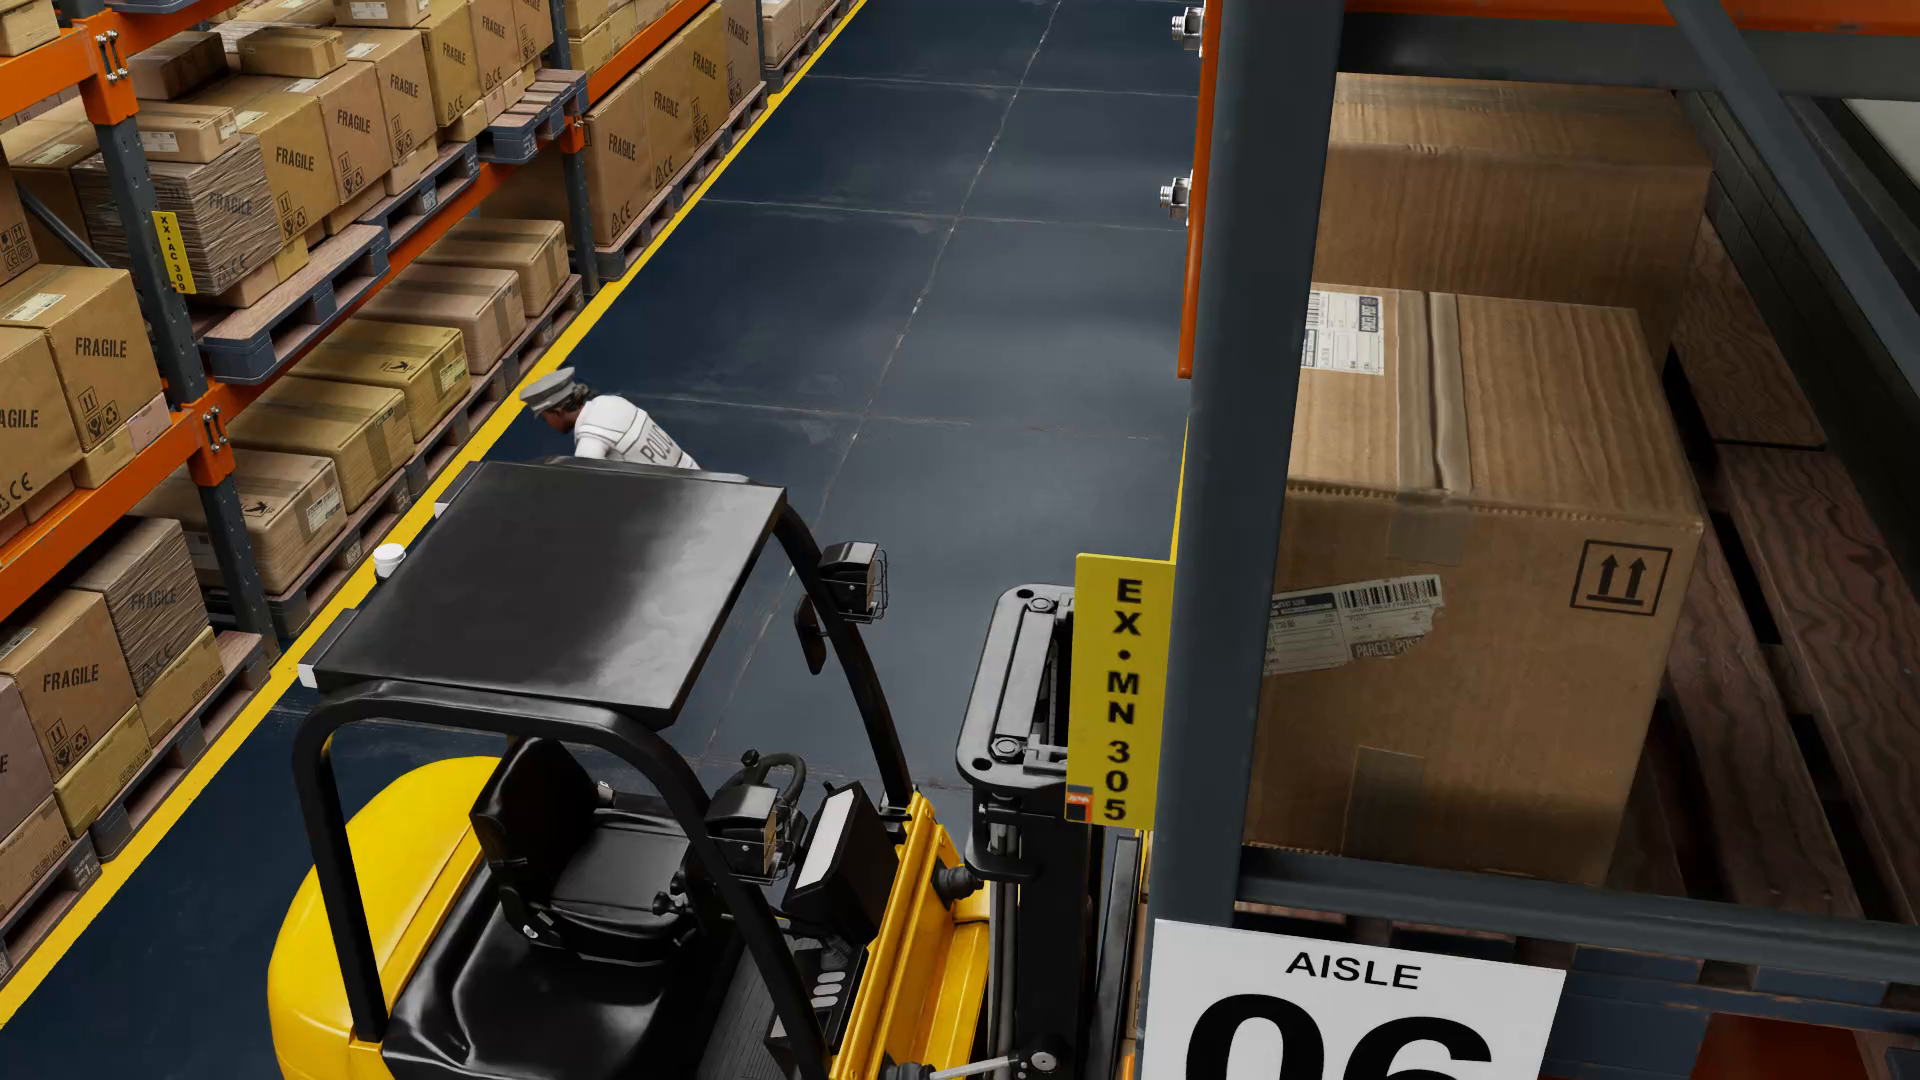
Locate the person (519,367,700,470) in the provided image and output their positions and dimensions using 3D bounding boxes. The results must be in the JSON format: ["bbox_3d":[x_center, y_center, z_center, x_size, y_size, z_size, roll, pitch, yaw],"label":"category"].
[{"bbox_3d":[-1.446,-0.108,7.123,0.741,1.331,0.496,5,33,8],"label":"person"}]
